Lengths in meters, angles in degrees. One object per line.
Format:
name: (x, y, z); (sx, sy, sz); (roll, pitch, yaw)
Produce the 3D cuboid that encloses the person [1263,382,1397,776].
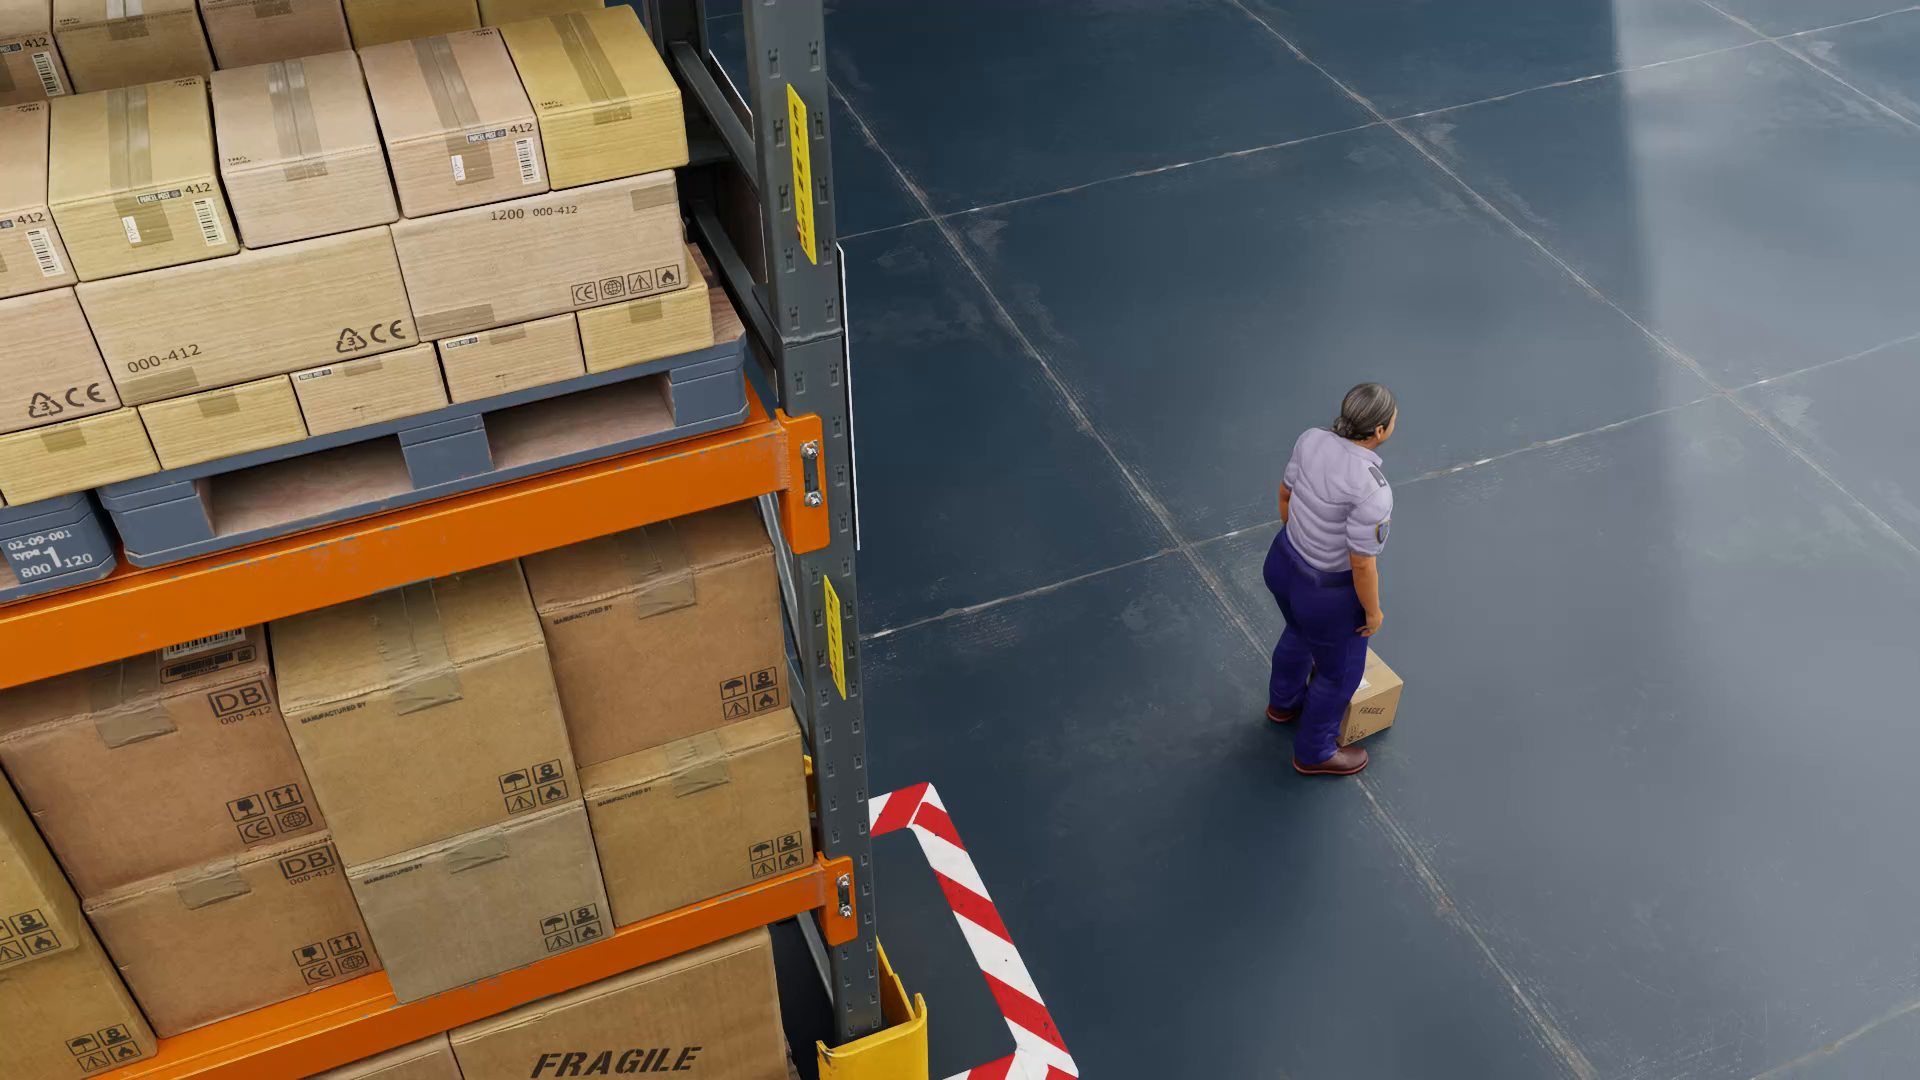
person: (1.346, 0.136, 6.014); (0.418, 1.653, 0.562); (-17, 45, -18)
